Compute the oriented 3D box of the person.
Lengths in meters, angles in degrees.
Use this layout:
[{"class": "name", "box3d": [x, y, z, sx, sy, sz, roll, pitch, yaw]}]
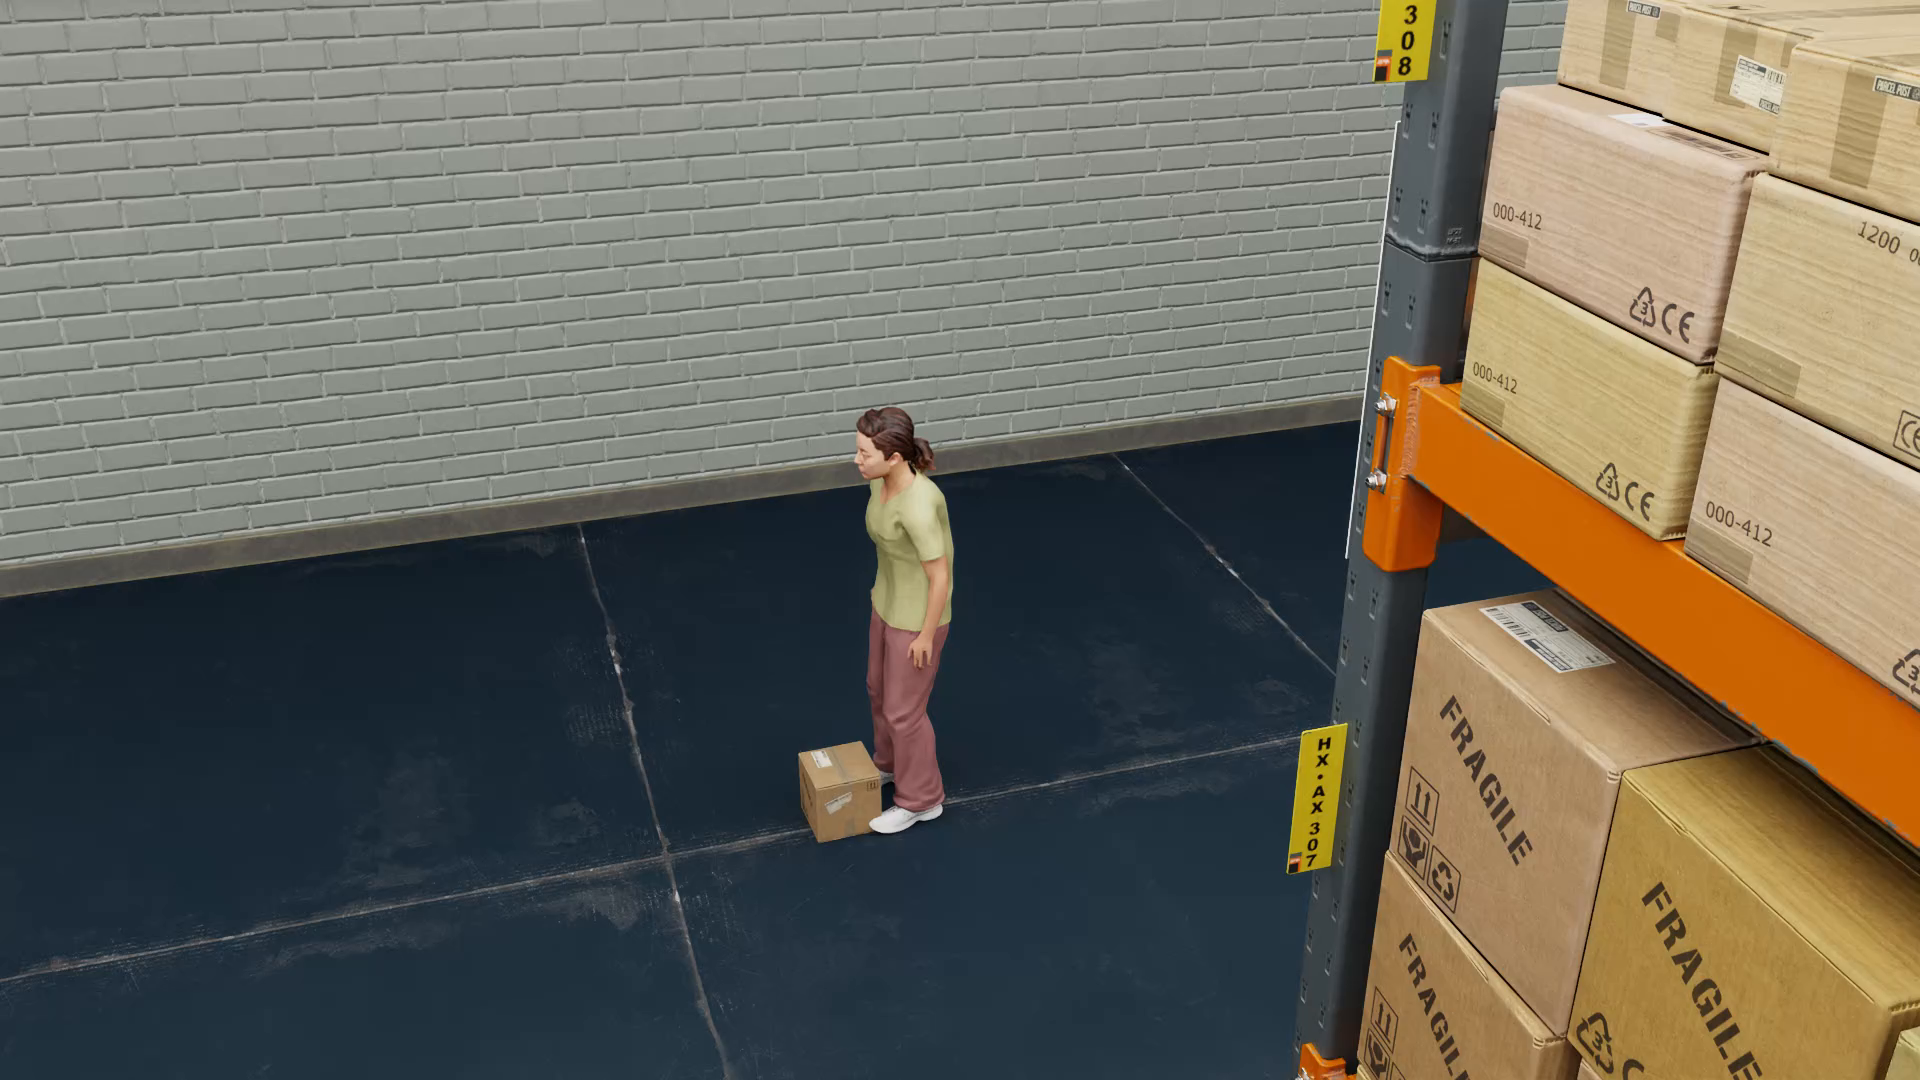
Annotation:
[{"class": "person", "box3d": [-0.218, 0.279, 6.057, 0.361, 1.671, 0.515, -10, 28, -19]}]
